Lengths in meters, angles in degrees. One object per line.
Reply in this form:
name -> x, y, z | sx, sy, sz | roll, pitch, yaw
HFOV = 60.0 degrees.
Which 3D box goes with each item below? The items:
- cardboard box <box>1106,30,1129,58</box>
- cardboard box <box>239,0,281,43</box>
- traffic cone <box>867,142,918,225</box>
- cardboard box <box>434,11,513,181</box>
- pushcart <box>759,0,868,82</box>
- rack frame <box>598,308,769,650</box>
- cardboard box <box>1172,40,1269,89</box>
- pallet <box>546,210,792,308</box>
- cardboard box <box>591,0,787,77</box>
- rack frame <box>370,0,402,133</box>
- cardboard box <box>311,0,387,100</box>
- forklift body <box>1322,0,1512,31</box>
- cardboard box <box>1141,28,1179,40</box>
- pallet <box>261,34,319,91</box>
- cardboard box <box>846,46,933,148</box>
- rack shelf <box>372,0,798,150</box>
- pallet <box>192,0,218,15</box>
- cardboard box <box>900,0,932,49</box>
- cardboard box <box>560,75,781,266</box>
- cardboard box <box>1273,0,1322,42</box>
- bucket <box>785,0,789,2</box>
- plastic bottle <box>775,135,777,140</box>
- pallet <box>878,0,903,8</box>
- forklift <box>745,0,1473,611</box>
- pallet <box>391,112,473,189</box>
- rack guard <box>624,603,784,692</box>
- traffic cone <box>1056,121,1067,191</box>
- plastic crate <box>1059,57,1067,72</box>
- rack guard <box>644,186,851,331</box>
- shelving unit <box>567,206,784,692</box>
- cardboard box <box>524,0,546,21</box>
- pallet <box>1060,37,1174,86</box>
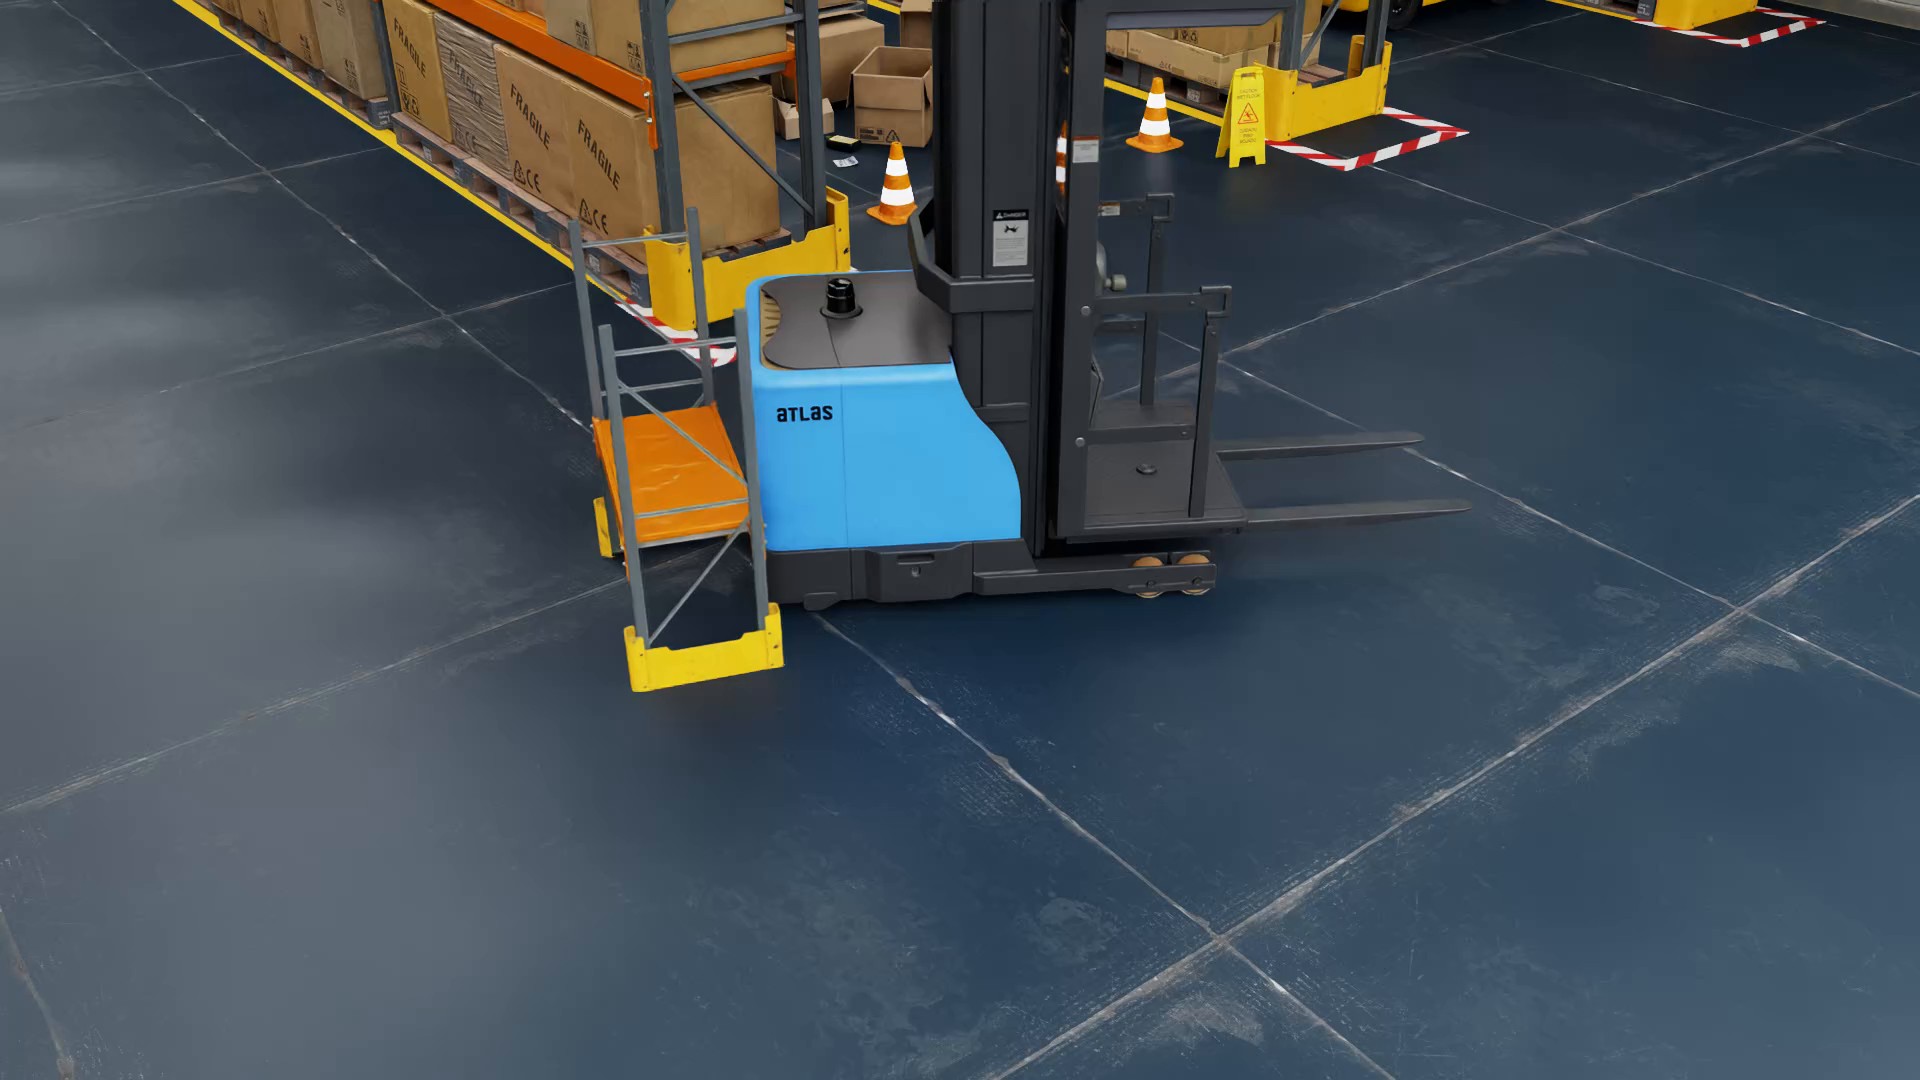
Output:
cardboard box -> 1.314, -4.011, 13.073 | 0.500, 0.250, 0.500 | -24, 39, -33
cardboard box -> -5.254, -4.583, 13.520 | 1.050, 0.750, 0.750 | -22, 38, -31
traffic cone -> -0.393, -2.275, 10.475 | 0.336, 0.463, 0.334 | -22, 38, -31
cardboard box -> -2.756, -2.956, 10.782 | 0.875, 0.875, 0.875 | -22, 38, -31
pushcart -> -1.564, -4.110, 13.510 | 0.936, 0.377, 1.648 | 18, 36, 27
rack frame -> -0.968, -0.111, 6.007 | 0.500, 1.500, 0.032 | -9, 33, -14
cardboard box -> 1.936, -3.586, 12.389 | 0.500, 0.250, 0.500 | -22, 38, -32
pallet -> -1.741, -1.795, 9.941 | 1.003, 0.211, 1.213 | -22, 38, -31
cardboard box -> -1.453, -2.876, 8.895 | 0.875, 0.550, 0.550 | -22, 38, -31
rack frame -> -3.642, -4.339, 11.393 | 1.000, 3.000, 0.127 | -22, 38, -31
cardboard box -> -4.094, -3.791, 12.246 | 1.050, 0.750, 0.750 | -22, 38, -32
forklift body -> 3.974, -5.763, 14.490 | 2.313, 2.155, 1.214 | -22, 38, -31
cardboard box -> 1.639, -4.111, 12.523 | 0.500, 0.500, 0.500 | -21, 37, -30
pallet -> -4.927, -3.961, 13.427 | 1.003, 0.211, 1.213 | -22, 38, -31
cardboard box -> -0.418, -3.168, 11.874 | 0.637, 0.503, 0.797 | 6, 32, 10
rack shelf -> -2.416, -3.200, 10.241 | 1.077, 0.370, 4.000 | -22, 38, -31
pallet -> -6.573, -5.148, 15.338 | 1.003, 0.211, 1.213 | -22, 38, -31
cardboard box -> -0.212, -4.035, 13.271 | 0.500, 0.500, 0.500 | 1, 32, 2
cardboard box -> -1.657, -2.209, 9.580 | 0.875, 0.875, 0.875 | -22, 38, -31
cardboard box -> 2.368, -4.080, 12.473 | 0.500, 0.500, 0.500 | -24, 39, -33
bucket -> -1.738, -4.284, 12.966 | 0.726, 0.611, 0.620 | -10, 23, -15
plastic bottle -> -1.414, -2.801, 11.702 | 0.133, 0.061, 0.283 | 18, 36, 27
pallet -> -0.273, -5.122, 15.297 | 1.003, 0.211, 1.213 | -22, 38, -31
forklift -> 0.637, -1.281, 6.535 | 3.031, 2.935, 1.130 | -3, 32, -5
pallet -> -3.238, -2.812, 11.578 | 1.003, 0.211, 1.213 | -22, 38, -31
rack guard -> -0.973, 0.410, 6.353 | 0.587, 0.250, 0.087 | -9, 33, -14
traffic cone -> 0.708, -2.499, 10.835 | 0.336, 0.463, 0.334 | -22, 38, -31
plastic crate -> 0.521, -3.823, 13.329 | 0.583, 0.080, 0.402 | 18, 36, 27
rack guard -> -1.175, -1.600, 9.353 | 1.175, 0.500, 0.348 | -22, 38, -31
shelving unit -> -1.119, -0.372, 6.427 | 0.587, 1.500, 1.083 | -9, 33, -14
cardboard box -> -2.051, -3.372, 9.694 | 0.875, 0.550, 0.550 | -22, 38, -31
pallet -> 1.398, -4.021, 13.524 | 1.003, 0.211, 1.213 | -22, 38, -31
